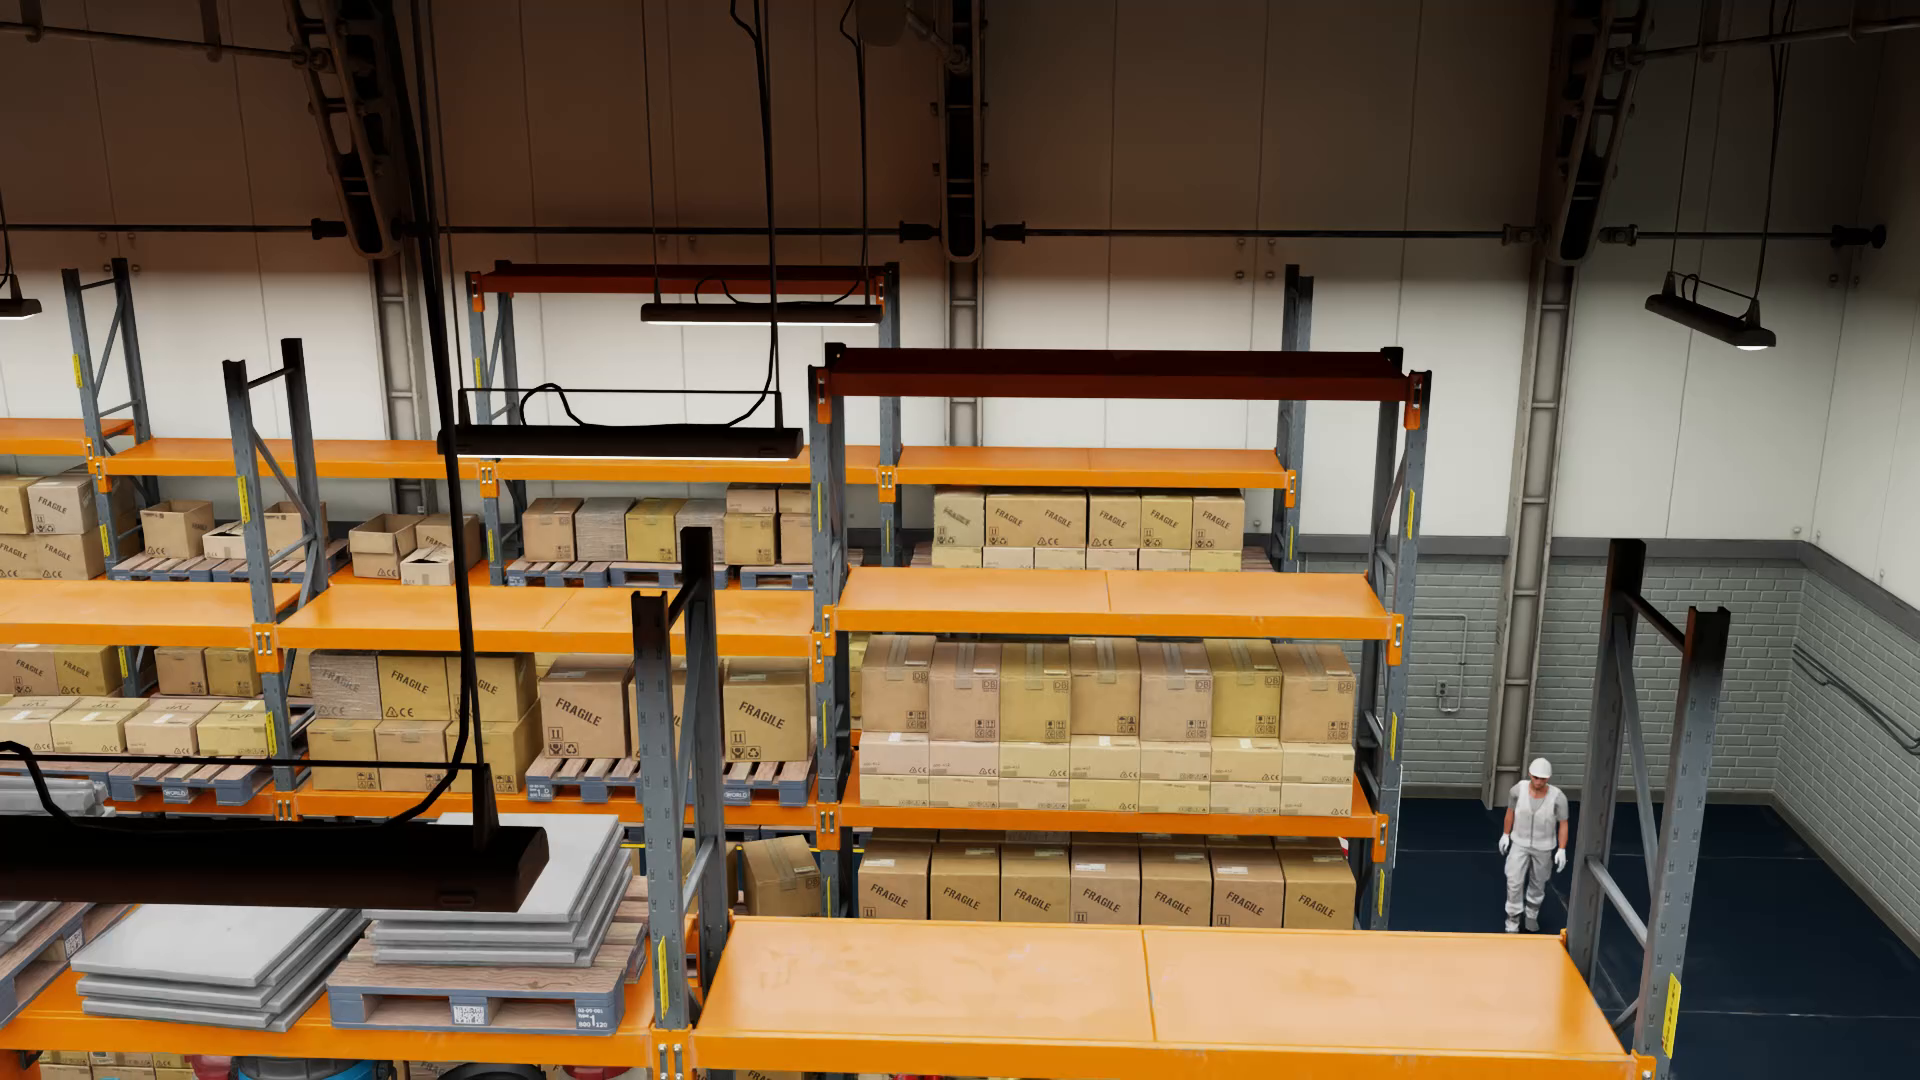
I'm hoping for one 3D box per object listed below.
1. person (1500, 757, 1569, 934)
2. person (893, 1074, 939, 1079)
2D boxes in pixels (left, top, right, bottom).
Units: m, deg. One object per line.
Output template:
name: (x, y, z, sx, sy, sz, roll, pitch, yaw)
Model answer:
person: (5.326, 2.875, 15.469, 0.624, 1.774, 0.696, 8, 18, 25)
person: (-0.262, 4.133, 11.260, 0.934, 1.683, 0.563, 7, 18, 23)
